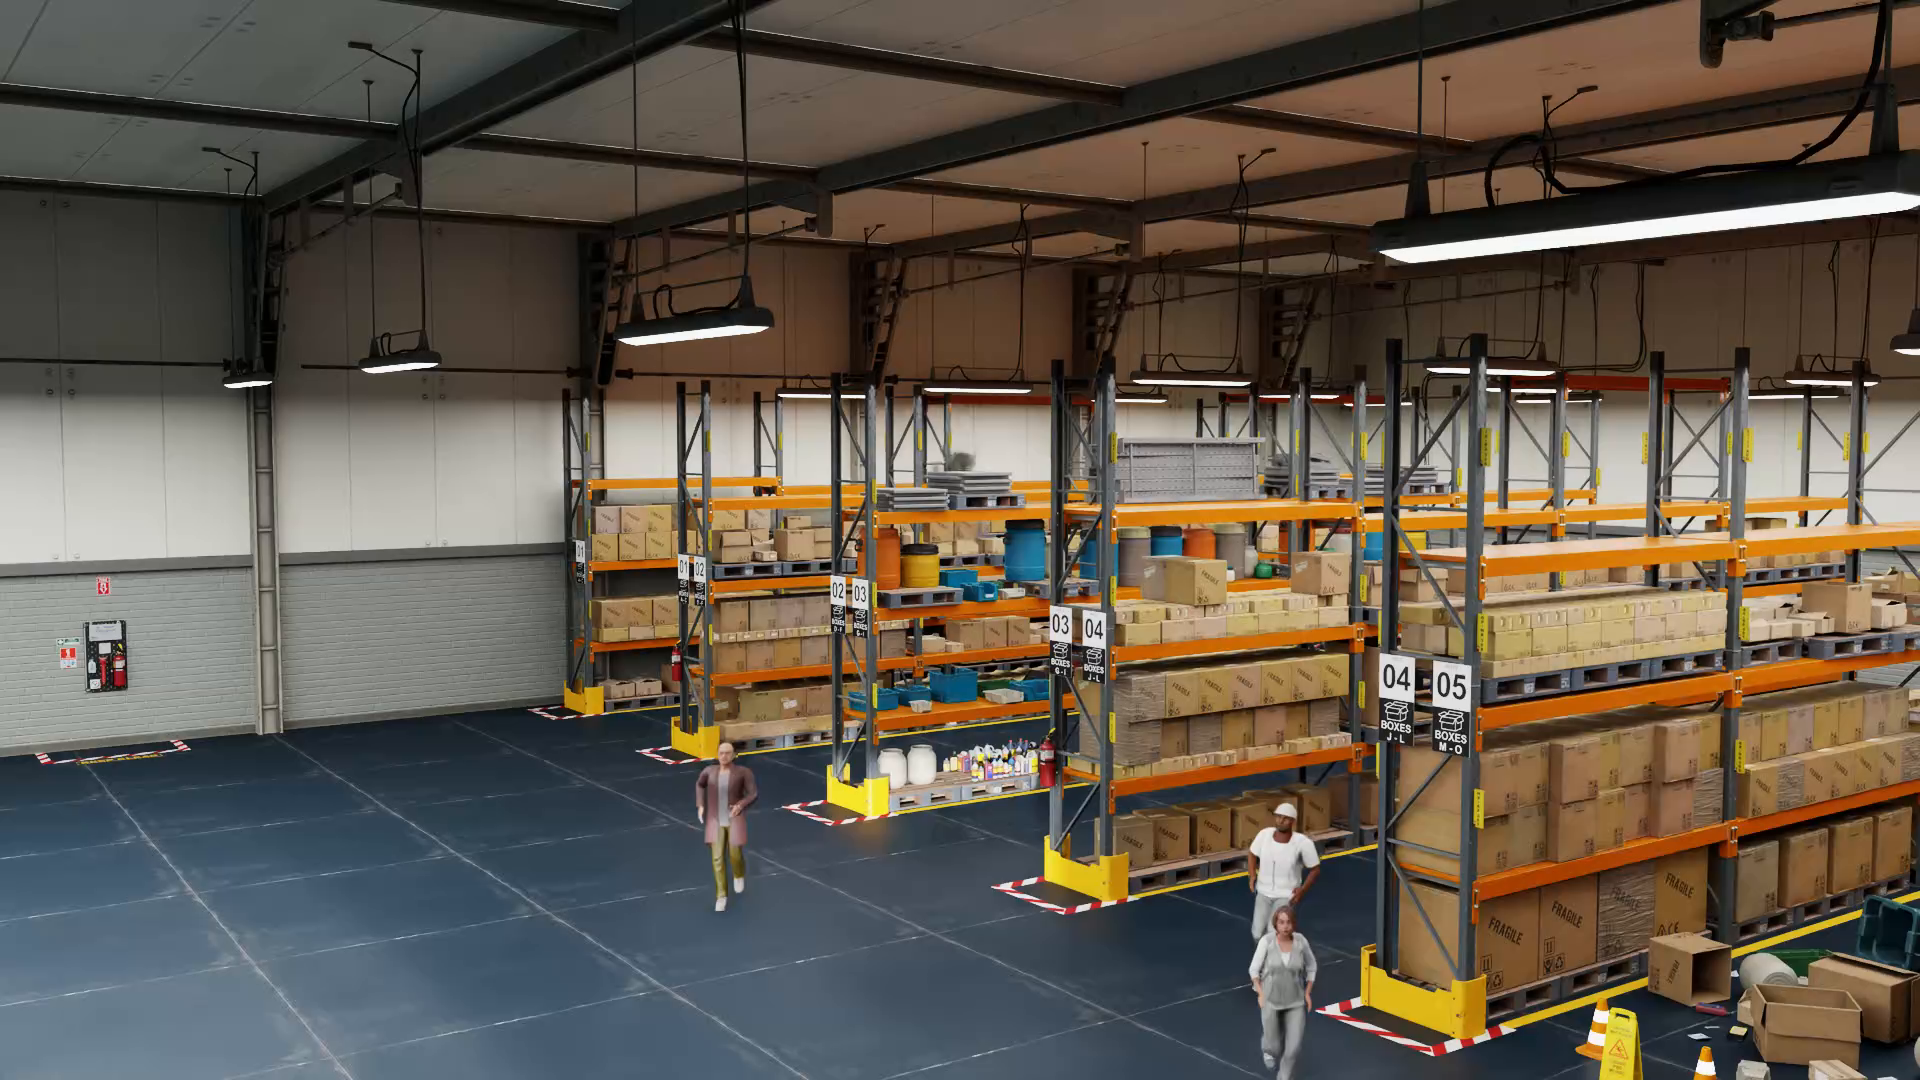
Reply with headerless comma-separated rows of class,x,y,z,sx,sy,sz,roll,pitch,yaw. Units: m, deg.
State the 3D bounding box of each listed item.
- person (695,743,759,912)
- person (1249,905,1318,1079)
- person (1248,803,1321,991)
person,-2.573,3.103,18.283,0.728,1.773,0.884,0,4,1
person,2.492,3.567,12.845,0.531,1.562,0.672,0,4,4
person,3.013,3.321,15.595,0.709,1.746,0.655,2,4,30
